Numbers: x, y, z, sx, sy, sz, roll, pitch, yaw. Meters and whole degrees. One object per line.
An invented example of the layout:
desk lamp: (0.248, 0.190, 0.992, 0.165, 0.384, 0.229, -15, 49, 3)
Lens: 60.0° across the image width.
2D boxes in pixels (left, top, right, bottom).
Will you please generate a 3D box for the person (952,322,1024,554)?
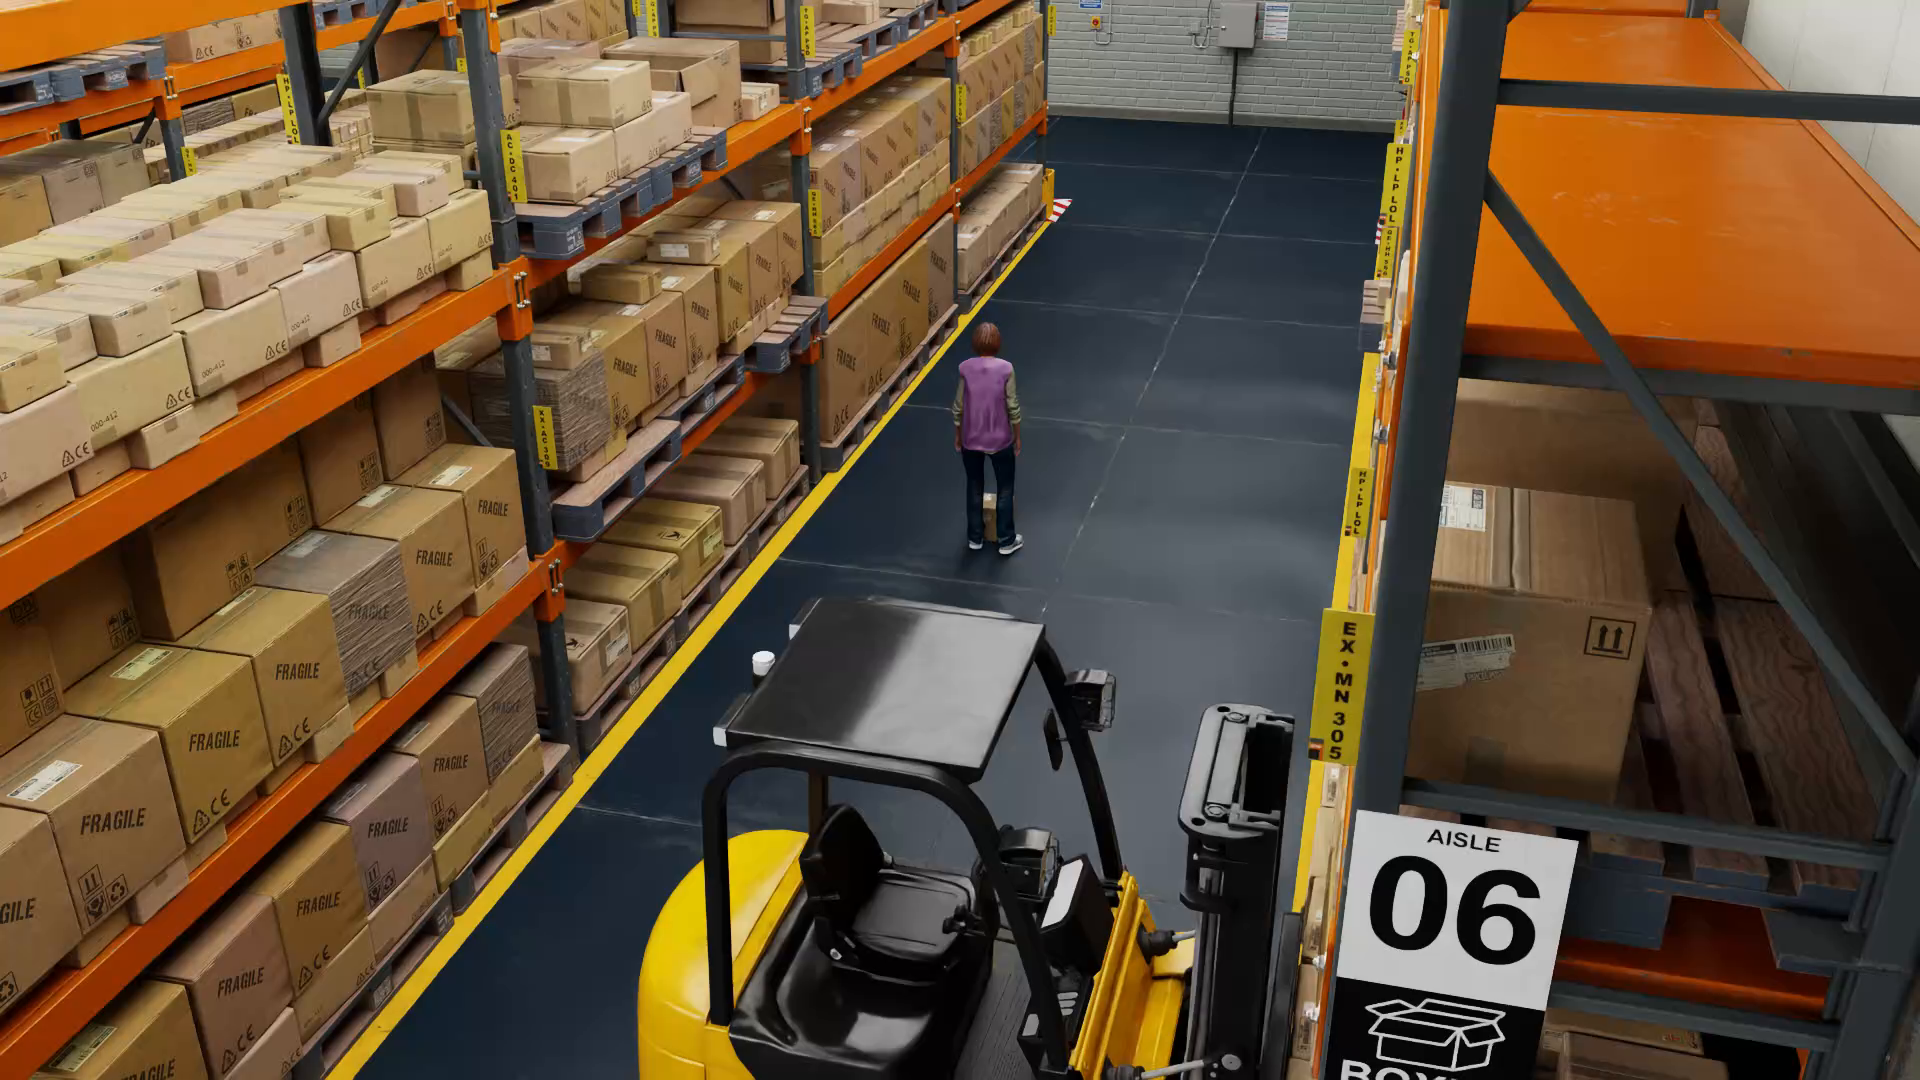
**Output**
person: (0.186, -0.667, 11.086, 0.476, 1.591, 0.377, 5, 26, 10)
